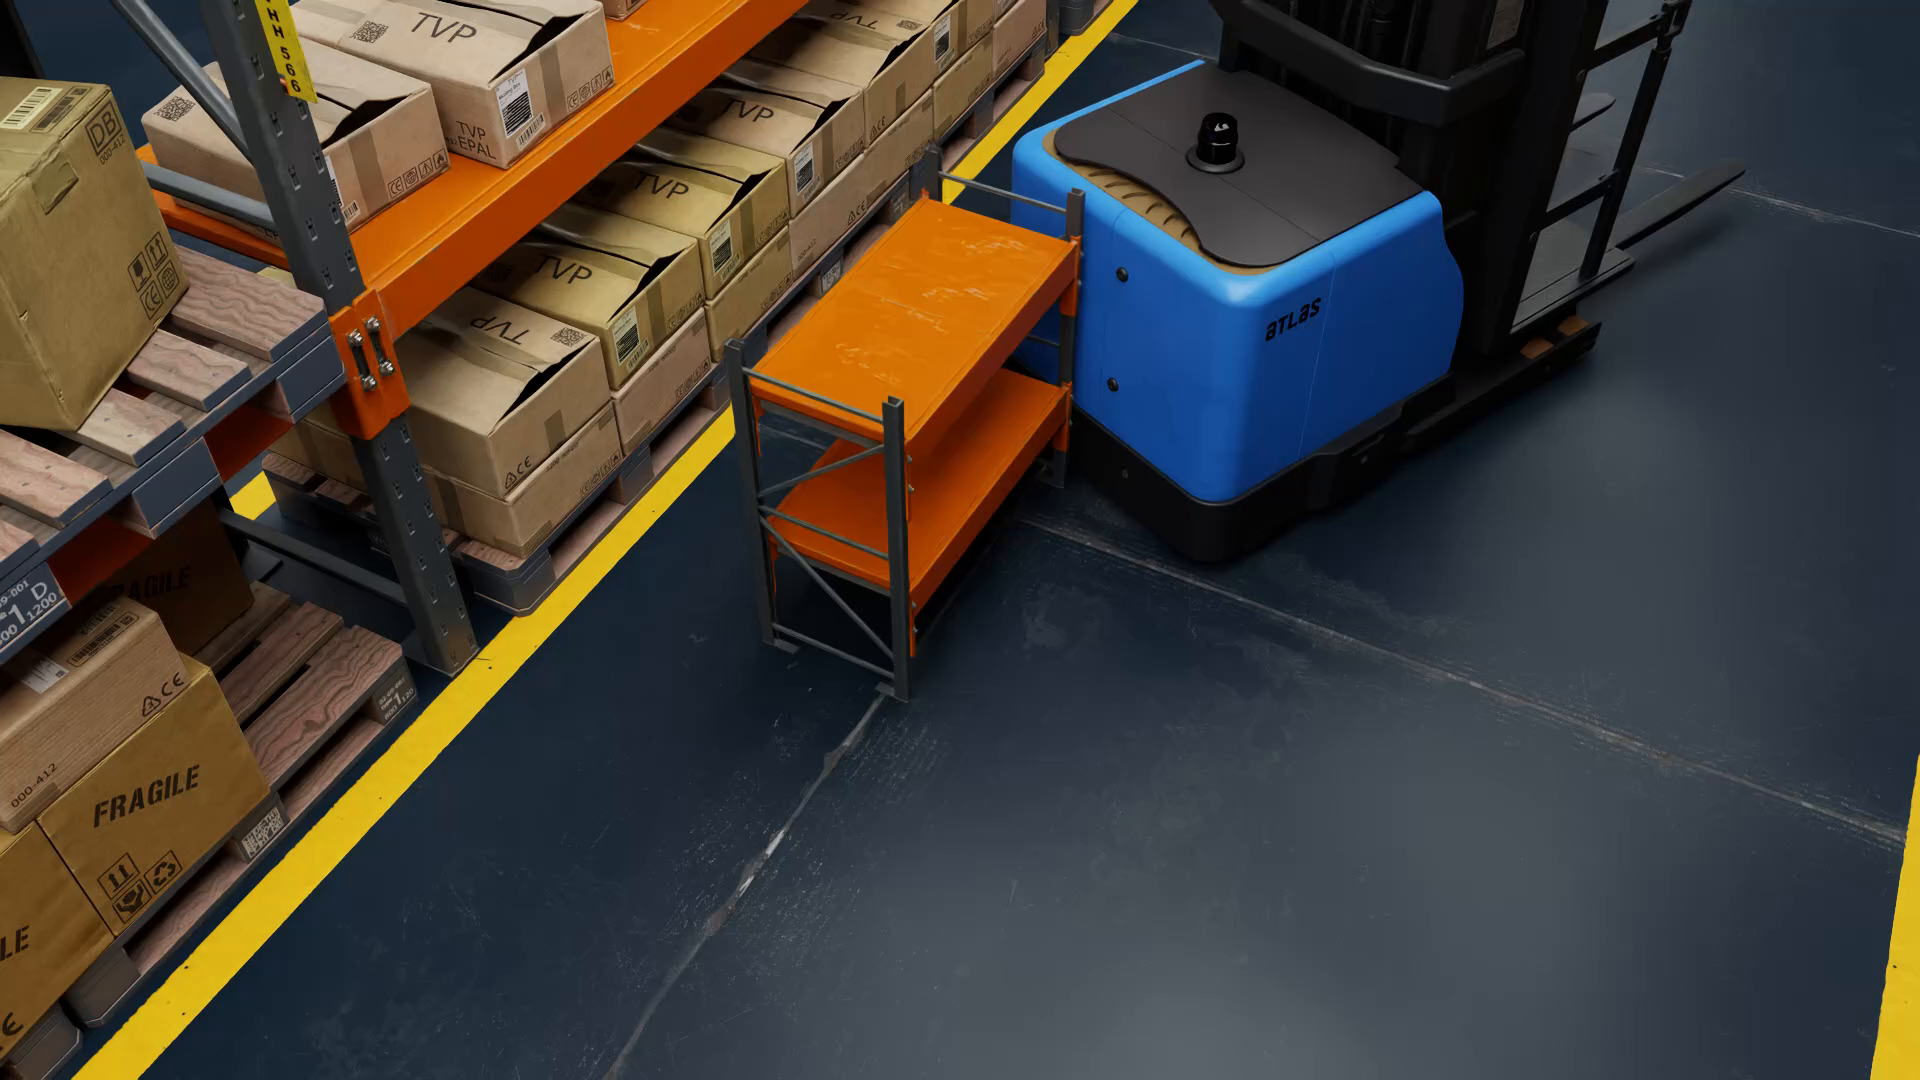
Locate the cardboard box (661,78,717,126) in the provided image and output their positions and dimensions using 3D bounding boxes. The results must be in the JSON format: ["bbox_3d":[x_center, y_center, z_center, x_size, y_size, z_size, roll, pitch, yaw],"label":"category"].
[{"bbox_3d":[-1.158,-1.601,5.967,0.500,0.311,0.500,22,49,20],"label":"cardboard box"}]

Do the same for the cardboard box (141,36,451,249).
[{"bbox_3d":[-1.682,-1.033,4.225,0.500,0.311,0.500,23,50,21],"label":"cardboard box"}]

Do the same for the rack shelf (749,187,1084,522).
[{"bbox_3d":[-0.119,-0.540,4.582,0.538,0.278,1.000,21,49,20],"label":"rack shelf"}]

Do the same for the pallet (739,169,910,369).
[{"bbox_3d":[-0.906,-1.141,6.229,1.003,0.211,1.213,20,49,19],"label":"pallet"}]

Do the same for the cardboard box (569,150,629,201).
[{"bbox_3d":[-1.393,-1.286,5.656,0.500,0.311,0.500,20,49,19],"label":"cardboard box"}]

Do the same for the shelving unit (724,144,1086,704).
[{"bbox_3d":[-0.119,-0.335,4.790,0.538,1.125,1.048,21,49,20],"label":"shelving unit"}]

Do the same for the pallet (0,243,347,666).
[{"bbox_3d":[-2.142,-0.332,3.604,1.213,0.211,1.003,20,49,19],"label":"pallet"}]

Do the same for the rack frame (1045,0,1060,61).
[{"bbox_3d":[-0.033,-3.370,6.471,1.000,3.000,0.127,20,49,19],"label":"rack frame"}]

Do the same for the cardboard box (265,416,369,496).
[{"bbox_3d":[-1.862,-0.443,5.217,0.500,0.250,0.500,22,49,20],"label":"cardboard box"}]

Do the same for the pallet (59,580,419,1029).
[{"bbox_3d":[-2.270,0.588,4.520,1.003,0.211,1.213,20,49,19],"label":"pallet"}]

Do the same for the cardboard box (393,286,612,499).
[{"bbox_3d":[-1.387,-0.461,4.840,0.500,0.311,0.500,22,49,20],"label":"cardboard box"}]

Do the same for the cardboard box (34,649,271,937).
[{"bbox_3d":[-2.116,0.541,4.055,0.500,0.500,0.500,22,49,21],"label":"cardboard box"}]

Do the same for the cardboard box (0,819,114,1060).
[{"bbox_3d":[-2.357,0.867,3.733,0.500,0.500,0.500,19,48,18],"label":"cardboard box"}]

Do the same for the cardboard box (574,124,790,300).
[{"bbox_3d":[-0.911,-1.115,5.487,0.500,0.311,0.500,19,48,18],"label":"cardboard box"}]

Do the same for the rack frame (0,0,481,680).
[{"bbox_3d":[-1.890,-0.850,3.981,1.000,3.000,0.127,20,49,19],"label":"rack frame"}]

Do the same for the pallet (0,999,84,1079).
[{"bbox_3d":[-2.837,1.354,3.764,1.003,0.211,1.213,20,49,19],"label":"pallet"}]

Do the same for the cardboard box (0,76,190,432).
[{"bbox_3d":[-2.082,-0.599,3.367,0.700,0.500,0.500,6,46,6],"label":"cardboard box"}]

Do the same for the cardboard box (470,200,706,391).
[{"bbox_3d":[-1.150,-0.795,5.170,0.500,0.311,0.500,19,48,18],"label":"cardboard box"}]

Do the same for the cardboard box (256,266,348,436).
[{"bbox_3d":[-1.865,-0.639,5.017,0.500,0.311,0.500,22,49,20],"label":"cardboard box"}]

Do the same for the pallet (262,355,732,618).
[{"bbox_3d":[-1.473,-0.375,5.473,1.003,0.211,1.213,20,49,19],"label":"pallet"}]

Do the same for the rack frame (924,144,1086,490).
[{"bbox_3d":[0.124,-0.652,5.104,0.500,1.125,0.032,21,49,20],"label":"rack frame"}]

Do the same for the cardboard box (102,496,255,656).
[{"bbox_3d":[-2.354,0.066,4.523,0.500,0.500,0.500,22,49,21],"label":"cardboard box"}]

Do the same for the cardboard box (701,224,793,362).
[{"bbox_3d":[-0.918,-0.910,5.679,0.500,0.250,0.500,19,48,18],"label":"cardboard box"}]

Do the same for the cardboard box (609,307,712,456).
[{"bbox_3d":[-1.154,-0.581,5.353,0.500,0.250,0.500,19,48,18],"label":"cardboard box"}]

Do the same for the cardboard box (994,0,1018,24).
[{"bbox_3d":[0.033,-2.398,6.755,0.500,0.311,0.500,20,49,19],"label":"cardboard box"}]

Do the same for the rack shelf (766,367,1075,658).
[{"bbox_3d":[-0.119,-0.163,4.964,0.538,0.278,1.000,21,49,20],"label":"rack shelf"}]

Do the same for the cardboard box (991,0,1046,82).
[{"bbox_3d":[0.031,-2.194,6.947,0.500,0.250,0.500,20,49,19],"label":"cardboard box"}]

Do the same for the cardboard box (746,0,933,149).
[{"bbox_3d":[-0.437,-1.755,6.119,0.500,0.311,0.500,20,49,19],"label":"cardboard box"}]

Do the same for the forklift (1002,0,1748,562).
[{"bbox_3d":[1.615,-1.837,5.005,3.031,2.935,1.130,-29,52,-26],"label":"forklift"}]

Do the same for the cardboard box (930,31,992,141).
[{"bbox_3d":[-0.205,-1.876,6.633,0.500,0.250,0.500,20,49,18],"label":"cardboard box"}]

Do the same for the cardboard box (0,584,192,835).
[{"bbox_3d":[-2.139,0.314,3.752,0.500,0.250,0.500,22,49,21],"label":"cardboard box"}]

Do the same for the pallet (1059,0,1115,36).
[{"bbox_3d":[0.373,-2.877,7.945,1.003,0.211,1.213,20,49,19],"label":"pallet"}]

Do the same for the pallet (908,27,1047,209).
[{"bbox_3d":[-0.340,-1.913,6.992,1.003,0.211,1.213,20,49,19],"label":"pallet"}]

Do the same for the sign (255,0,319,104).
[{"bbox_3d":[-1.405,-1.056,3.426,0.100,0.325,0.005,20,49,19],"label":"sign"}]

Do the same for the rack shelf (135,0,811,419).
[{"bbox_3d":[-0.961,-1.857,5.482,1.077,0.370,4.000,20,49,19],"label":"rack shelf"}]

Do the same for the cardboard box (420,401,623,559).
[{"bbox_3d":[-1.387,-0.264,5.040,0.500,0.250,0.500,20,49,19],"label":"cardboard box"}]

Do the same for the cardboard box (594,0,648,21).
[{"bbox_3d":[-1.125,-1.948,4.996,0.500,0.500,0.500,18,48,17],"label":"cardboard box"}]

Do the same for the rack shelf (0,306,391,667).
[{"bbox_3d":[-2.818,0.663,2.992,1.077,0.370,4.000,20,49,19],"label":"rack shelf"}]

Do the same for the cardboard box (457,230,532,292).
[{"bbox_3d":[-1.629,-0.969,5.342,0.500,0.311,0.500,20,49,18],"label":"cardboard box"}]

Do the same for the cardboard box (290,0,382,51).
[{"bbox_3d":[-1.717,-1.419,4.721,0.380,0.149,0.250,20,49,19],"label":"cardboard box"}]

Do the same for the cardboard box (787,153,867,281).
[{"bbox_3d":[-0.680,-1.233,5.998,0.500,0.250,0.500,21,49,20],"label":"cardboard box"}]

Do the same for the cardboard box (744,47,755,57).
[{"bbox_3d":[-0.922,-1.930,6.292,0.500,0.311,0.500,19,48,18],"label":"cardboard box"}]

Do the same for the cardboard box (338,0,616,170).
[{"bbox_3d":[-1.303,-1.318,4.506,0.500,0.311,0.500,20,49,19],"label":"cardboard box"}]

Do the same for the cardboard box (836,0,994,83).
[{"bbox_3d":[-0.203,-2.068,6.429,0.500,0.311,0.500,22,49,20],"label":"cardboard box"}]

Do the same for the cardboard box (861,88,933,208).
[{"bbox_3d":[-0.442,-1.553,6.314,0.500,0.250,0.500,21,49,20],"label":"cardboard box"}]

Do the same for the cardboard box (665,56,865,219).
[{"bbox_3d":[-0.673,-1.439,5.807,0.500,0.311,0.500,20,49,19],"label":"cardboard box"}]

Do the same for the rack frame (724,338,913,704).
[{"bbox_3d":[-0.362,-0.017,4.476,0.500,1.125,0.032,21,49,20],"label":"rack frame"}]
